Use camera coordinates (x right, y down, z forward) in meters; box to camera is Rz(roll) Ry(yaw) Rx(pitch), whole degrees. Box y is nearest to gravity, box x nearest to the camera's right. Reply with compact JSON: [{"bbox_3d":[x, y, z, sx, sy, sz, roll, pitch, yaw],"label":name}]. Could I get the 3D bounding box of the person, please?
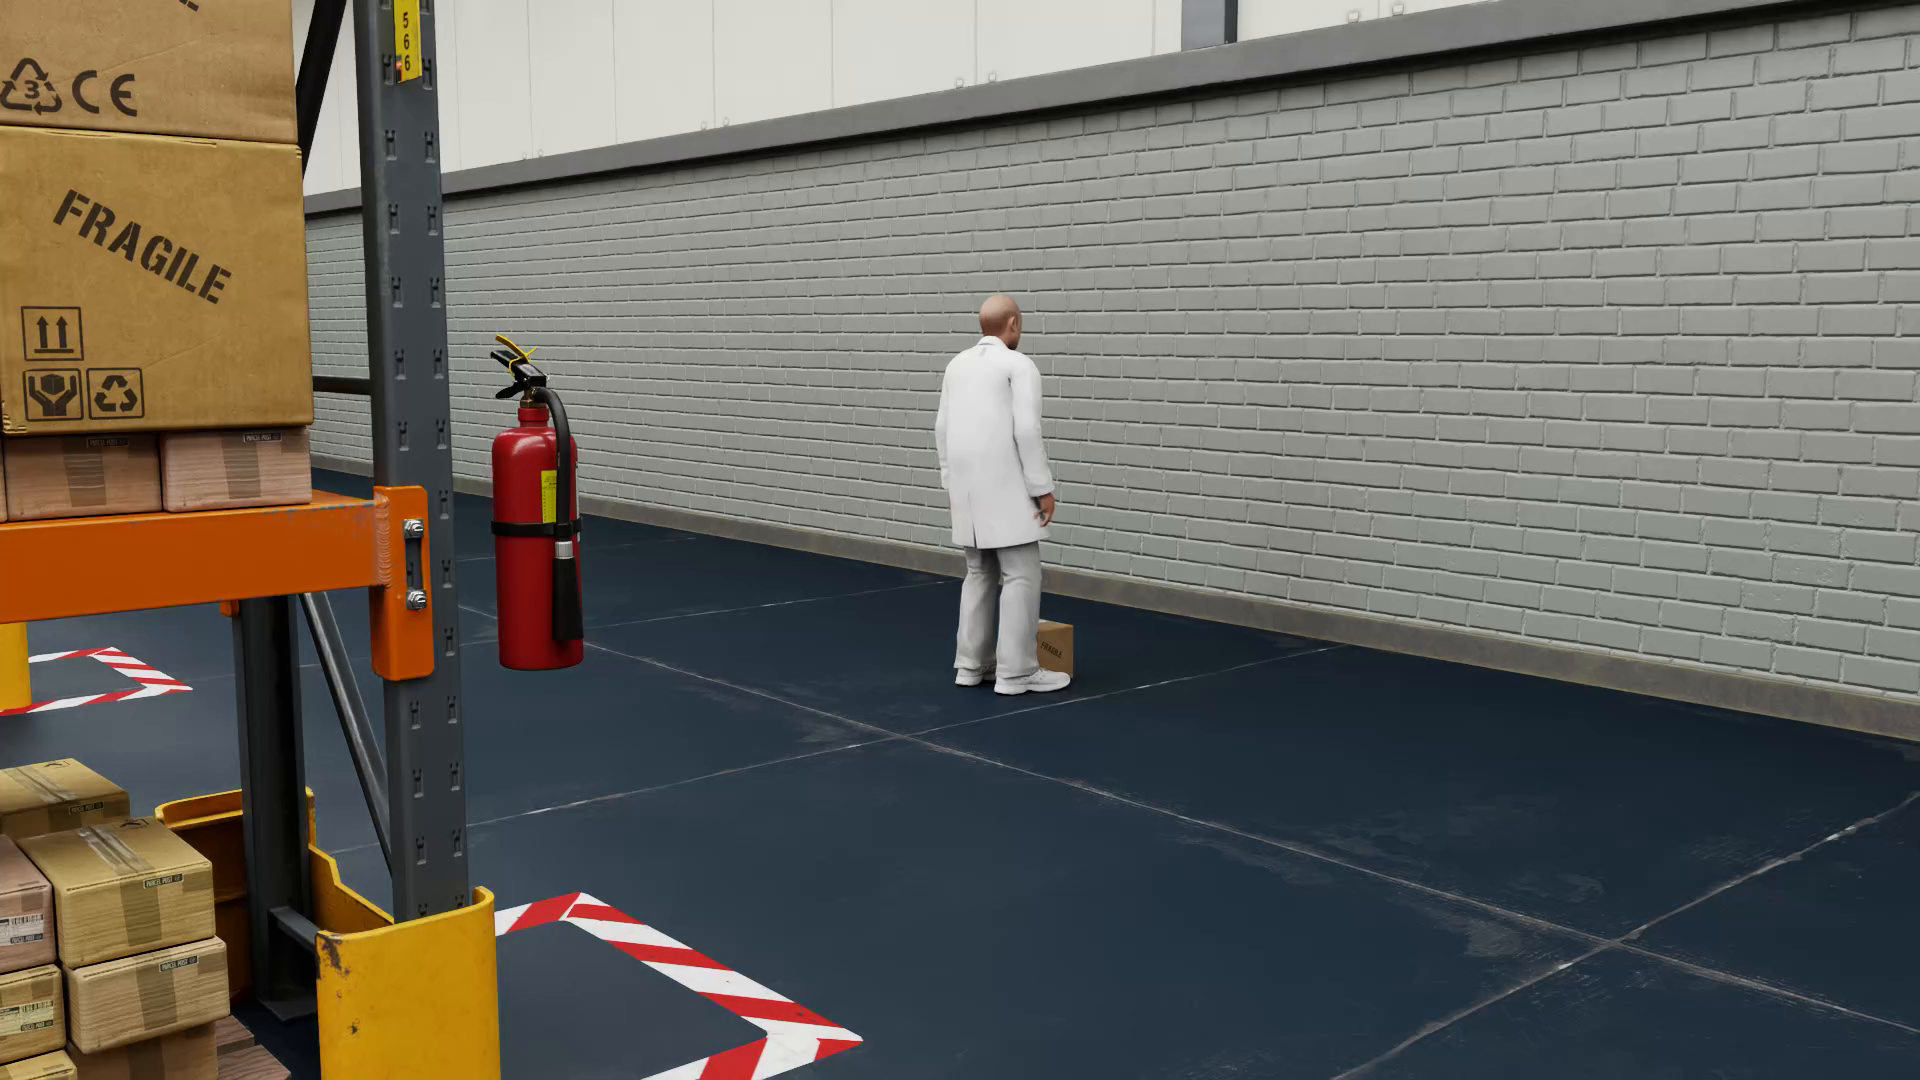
[{"bbox_3d":[0.163,-0.216,7.533,0.425,1.773,0.652,-7,10,-44],"label":"person"}]
